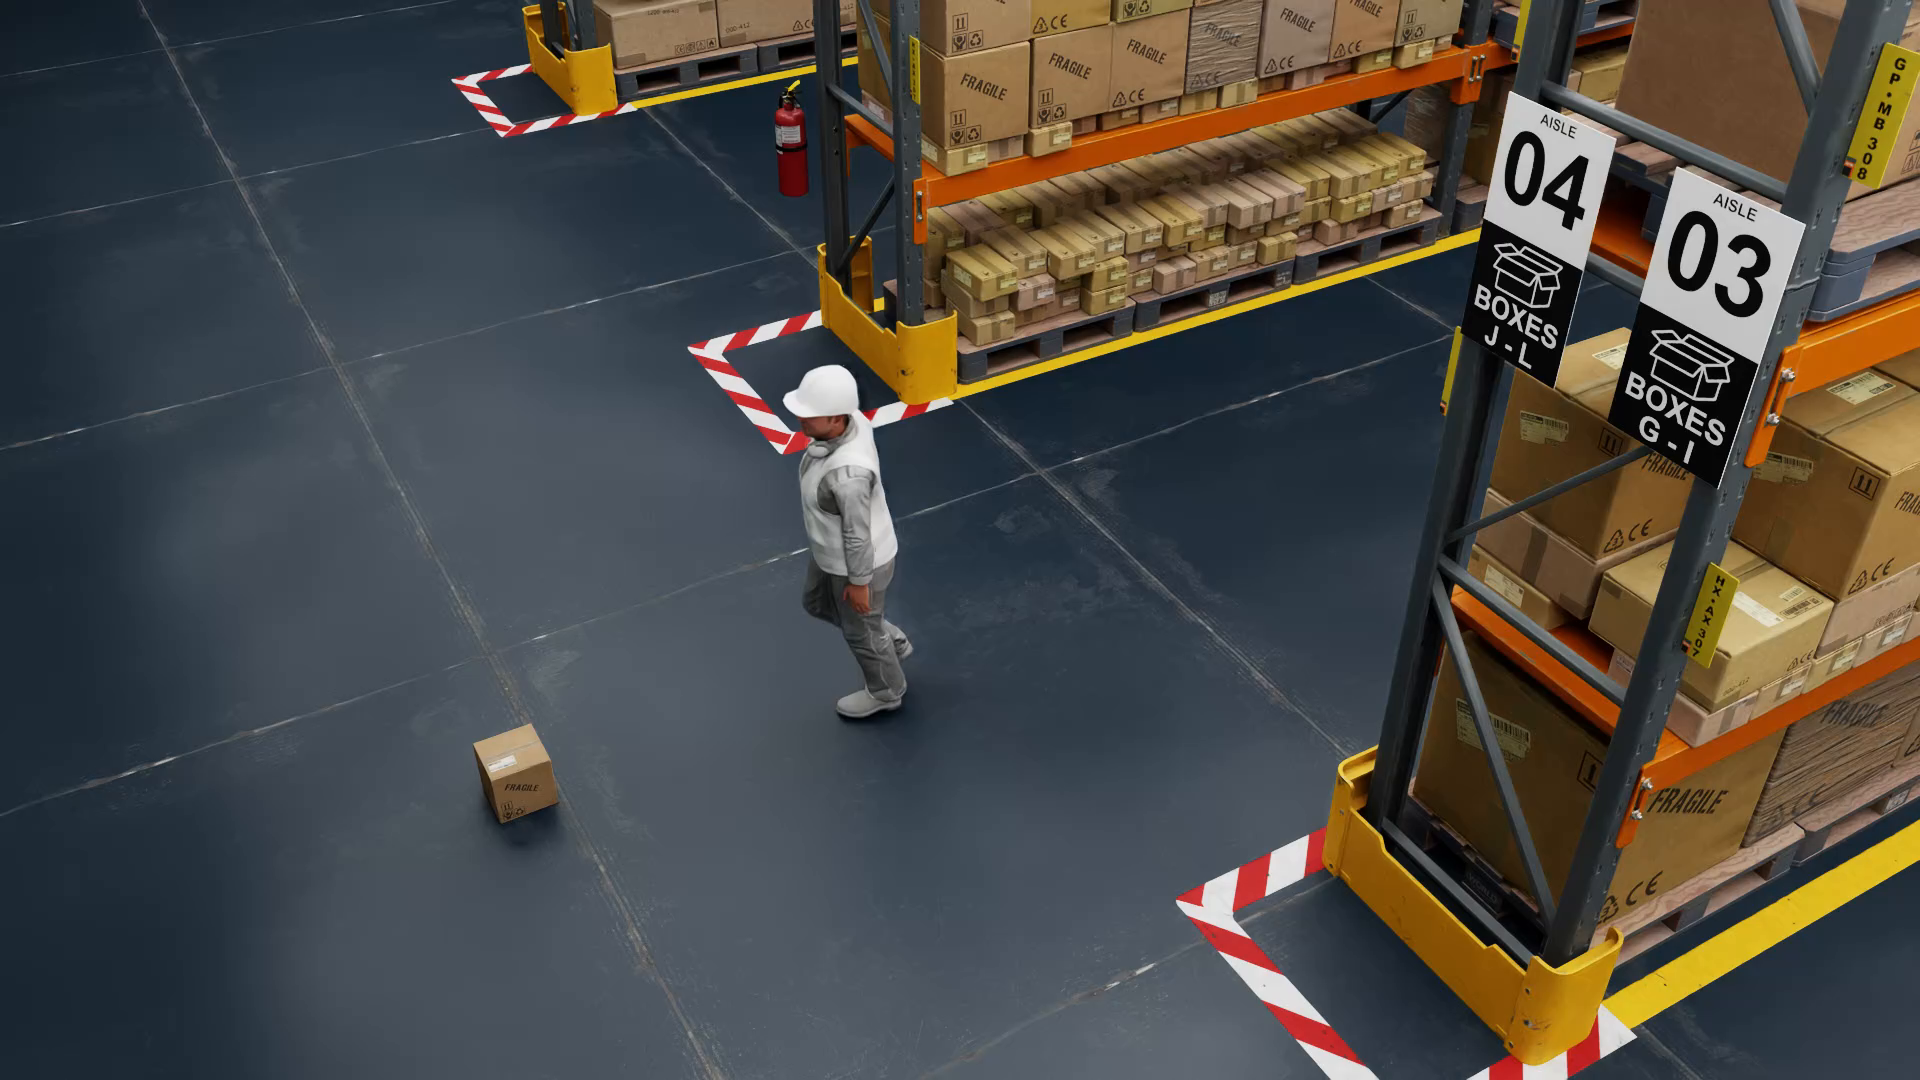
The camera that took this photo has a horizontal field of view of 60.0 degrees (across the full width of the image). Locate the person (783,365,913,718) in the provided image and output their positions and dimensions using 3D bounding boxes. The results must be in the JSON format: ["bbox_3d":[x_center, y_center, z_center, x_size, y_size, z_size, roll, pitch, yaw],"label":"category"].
[{"bbox_3d":[-0.433,0.029,6.849,0.504,1.762,0.575,-7,37,-9],"label":"person"}]
